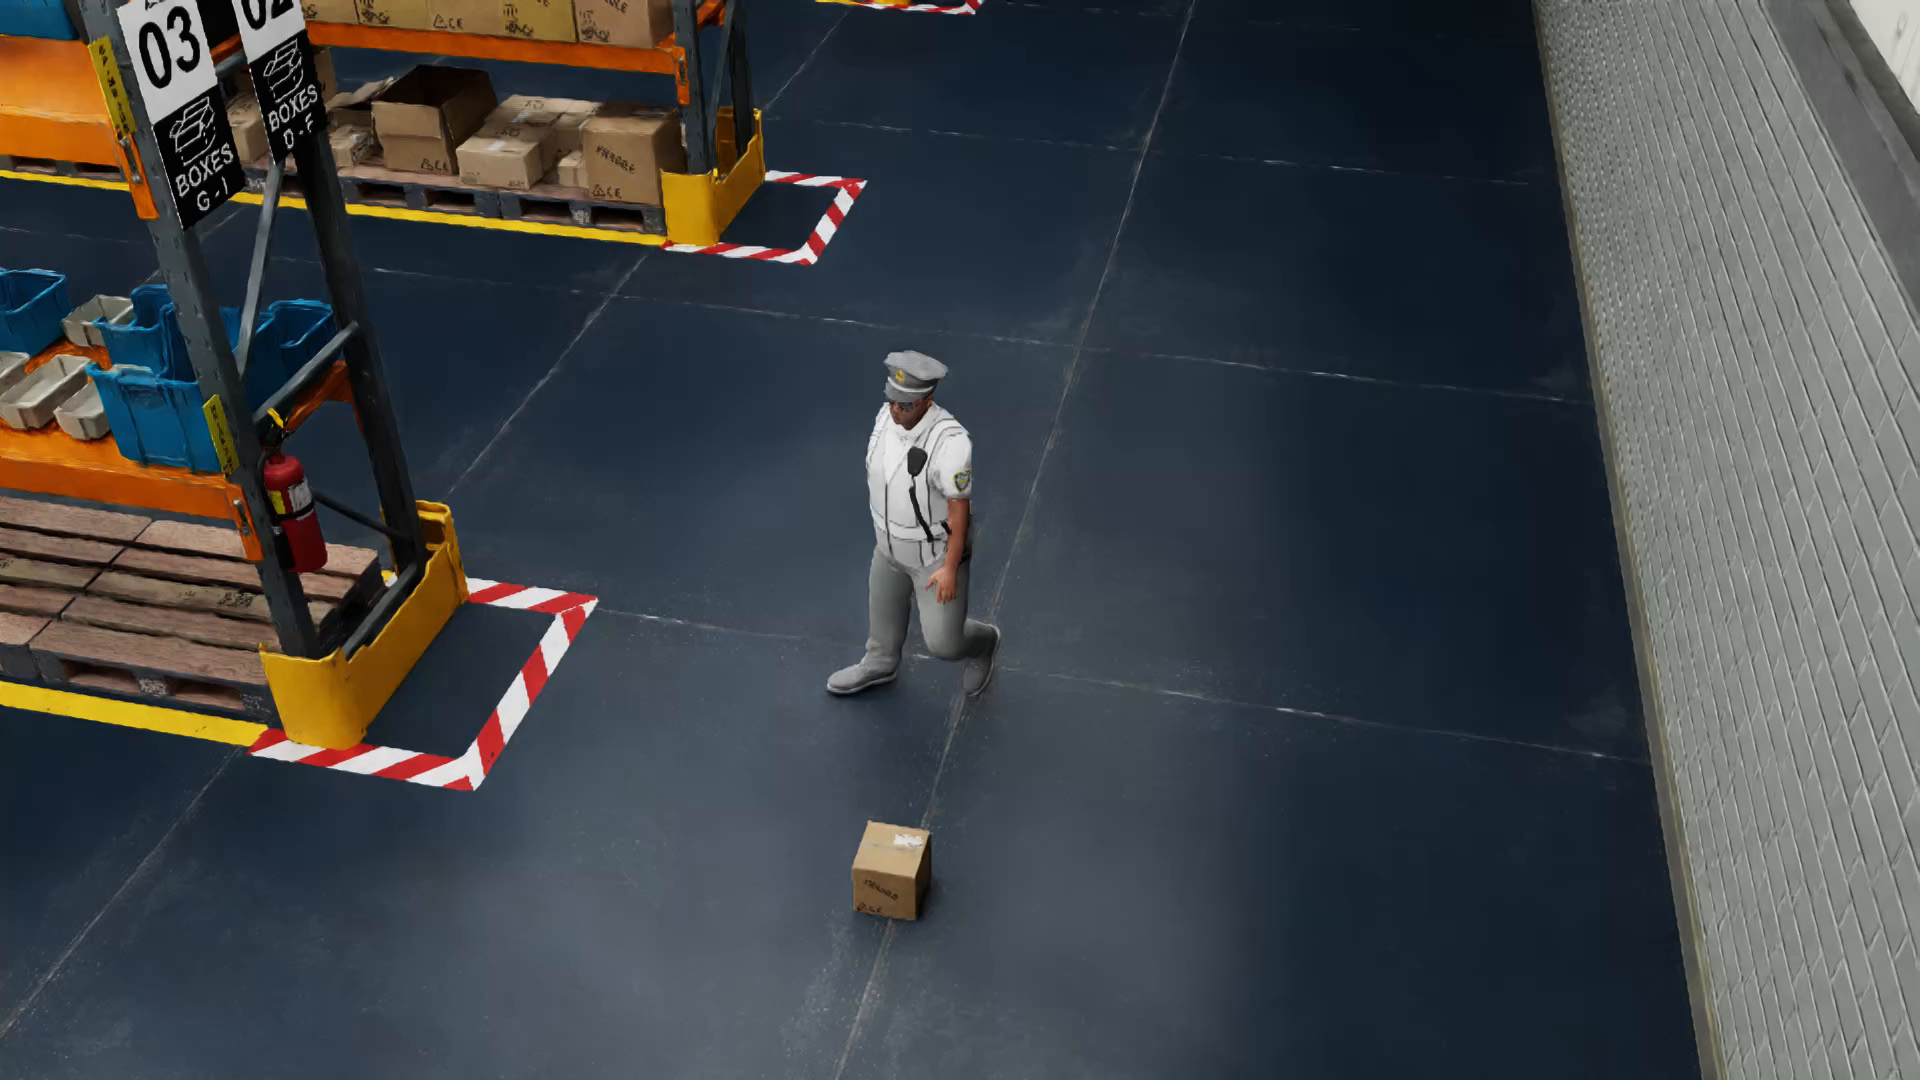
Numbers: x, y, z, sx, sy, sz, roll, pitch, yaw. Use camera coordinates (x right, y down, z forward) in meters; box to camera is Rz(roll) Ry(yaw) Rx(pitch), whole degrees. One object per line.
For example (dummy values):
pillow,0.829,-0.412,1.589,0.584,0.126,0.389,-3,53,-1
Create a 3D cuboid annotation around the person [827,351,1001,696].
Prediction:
person,-0.172,-0.035,6.976,0.658,1.752,0.621,30,46,34
